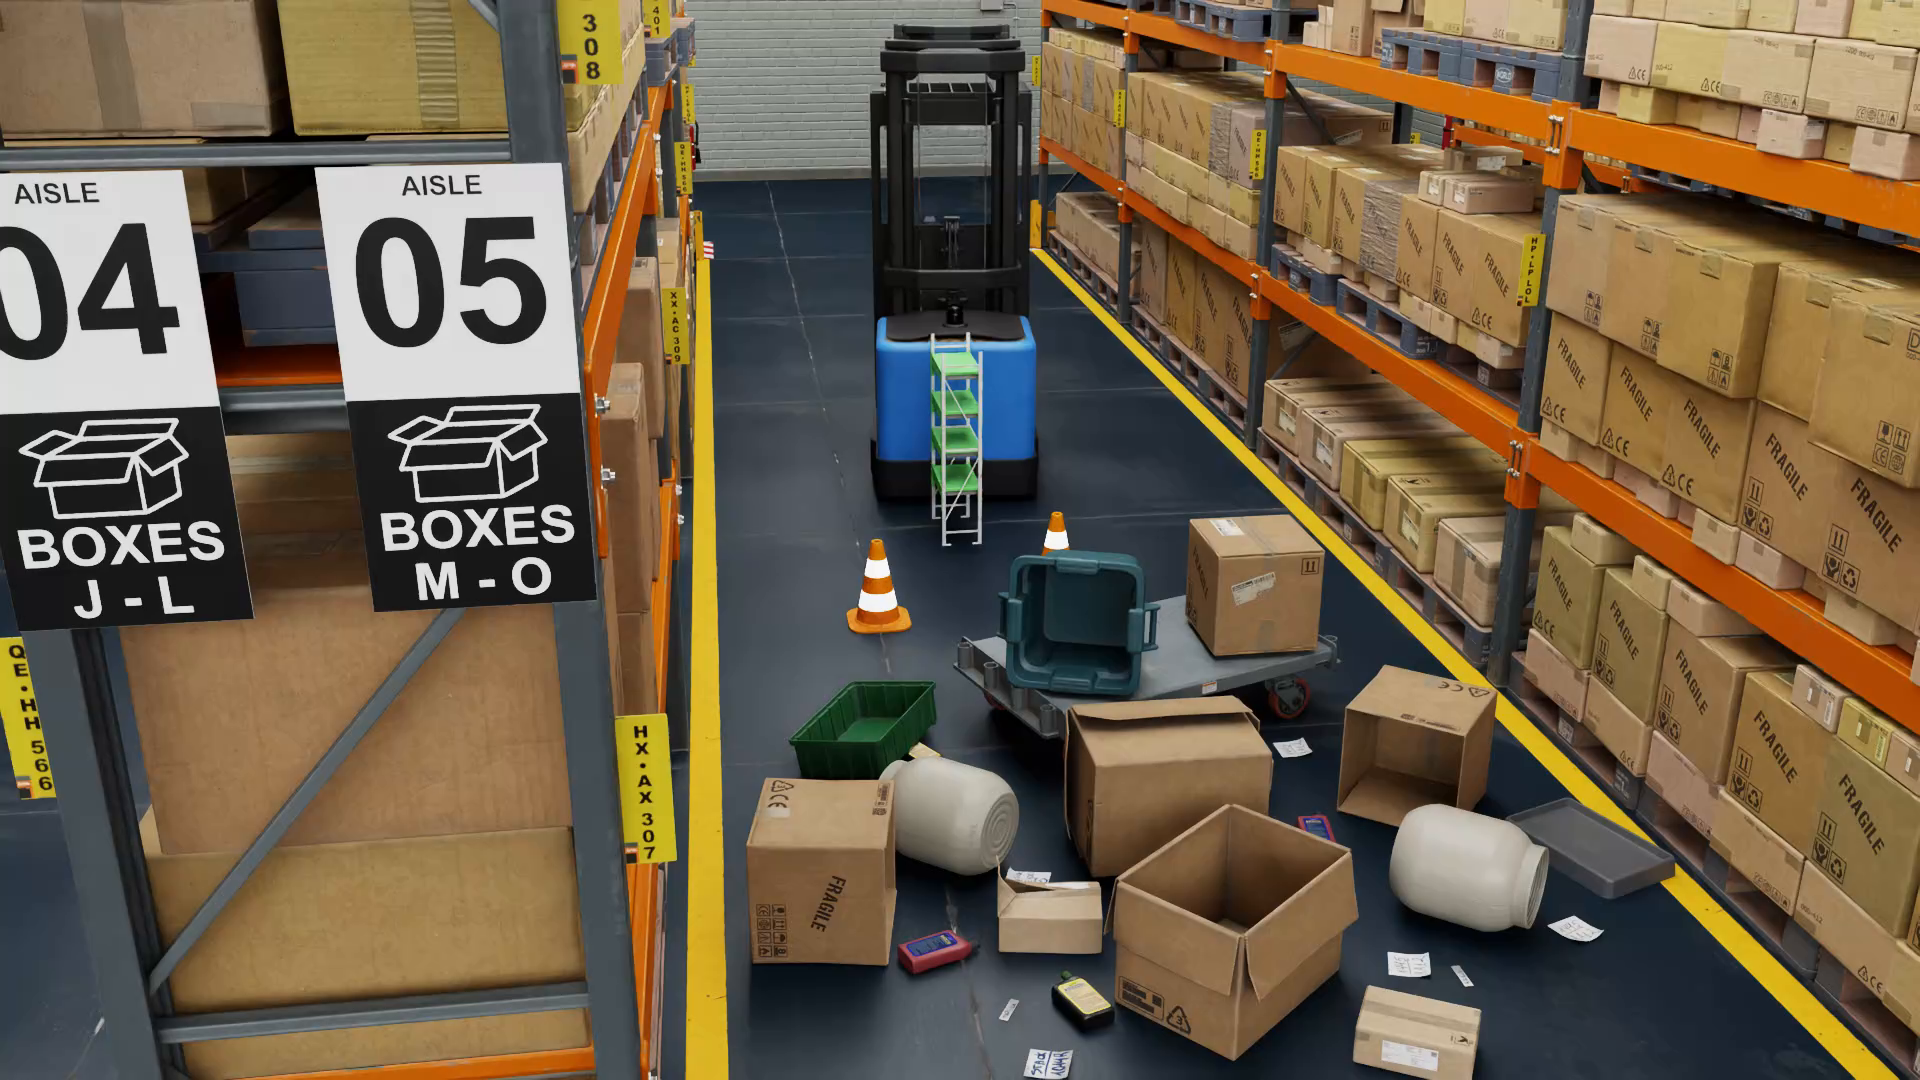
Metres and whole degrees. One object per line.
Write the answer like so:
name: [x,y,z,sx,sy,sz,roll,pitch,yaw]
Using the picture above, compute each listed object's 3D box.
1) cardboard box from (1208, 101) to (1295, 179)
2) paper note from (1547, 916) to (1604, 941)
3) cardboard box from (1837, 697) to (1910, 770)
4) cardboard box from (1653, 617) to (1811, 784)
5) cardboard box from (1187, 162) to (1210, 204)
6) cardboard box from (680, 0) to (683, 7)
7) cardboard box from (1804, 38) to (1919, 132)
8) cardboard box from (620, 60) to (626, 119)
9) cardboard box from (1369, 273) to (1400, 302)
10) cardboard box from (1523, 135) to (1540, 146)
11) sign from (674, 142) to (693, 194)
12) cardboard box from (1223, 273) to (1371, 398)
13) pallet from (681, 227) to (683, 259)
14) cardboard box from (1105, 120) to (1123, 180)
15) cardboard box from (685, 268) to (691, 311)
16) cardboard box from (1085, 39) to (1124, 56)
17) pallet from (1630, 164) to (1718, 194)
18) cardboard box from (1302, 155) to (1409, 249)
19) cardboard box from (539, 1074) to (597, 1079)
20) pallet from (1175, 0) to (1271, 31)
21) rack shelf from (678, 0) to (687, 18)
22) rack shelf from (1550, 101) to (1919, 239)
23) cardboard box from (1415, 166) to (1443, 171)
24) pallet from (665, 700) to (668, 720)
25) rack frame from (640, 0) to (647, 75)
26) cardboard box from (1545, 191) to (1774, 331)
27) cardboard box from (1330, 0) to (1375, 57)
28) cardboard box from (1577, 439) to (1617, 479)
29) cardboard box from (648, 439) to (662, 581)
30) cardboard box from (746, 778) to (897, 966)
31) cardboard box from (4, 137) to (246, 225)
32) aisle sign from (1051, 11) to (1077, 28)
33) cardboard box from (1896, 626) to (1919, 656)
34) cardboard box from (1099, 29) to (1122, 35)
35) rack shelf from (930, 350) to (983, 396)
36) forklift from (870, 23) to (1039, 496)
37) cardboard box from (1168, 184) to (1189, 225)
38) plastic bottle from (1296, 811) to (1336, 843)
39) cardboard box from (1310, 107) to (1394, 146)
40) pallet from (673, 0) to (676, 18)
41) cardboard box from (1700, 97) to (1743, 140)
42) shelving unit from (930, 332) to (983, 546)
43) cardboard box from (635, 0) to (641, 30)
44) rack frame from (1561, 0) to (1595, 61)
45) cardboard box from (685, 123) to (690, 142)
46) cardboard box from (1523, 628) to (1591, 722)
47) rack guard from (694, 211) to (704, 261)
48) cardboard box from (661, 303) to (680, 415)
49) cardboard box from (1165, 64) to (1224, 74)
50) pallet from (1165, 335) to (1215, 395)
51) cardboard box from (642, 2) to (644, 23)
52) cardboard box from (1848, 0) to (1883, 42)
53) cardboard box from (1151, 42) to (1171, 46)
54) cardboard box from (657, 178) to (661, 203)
cardboard box: [2.149,-2.953,12.264,0.500,0.500,0.500,-3,21,-7]
paper note: [2.320,1.461,6.260,0.142,0.019,0.148,-11,23,-26]
cardboard box: [3.192,0.636,5.557,0.380,0.149,0.250,-3,21,-7]
cardboard box: [3.121,0.612,6.548,0.500,0.500,0.500,-2,21,-5]
cardboard box: [2.072,-2.767,12.838,0.500,0.250,0.500,-3,21,-9]
cardboard box: [-2.838,-5.058,15.399,0.500,0.250,0.500,-2,21,-5]
cardboard box: [3.152,-1.491,5.424,0.500,0.250,0.500,-3,21,-7]
cardboard box: [-1.117,-1.232,4.555,0.380,0.149,0.250,-3,21,-7]
cardboard box: [2.613,-1.490,9.678,0.380,0.149,0.250,-2,21,-6]
cardboard box: [6.293,-4.333,17.888,0.380,0.149,0.250,-2,21,-7]
sign: [-1.770,-2.382,10.652,0.100,0.325,0.005,-3,21,-8]
cardboard box: [2.547,-1.540,12.488,0.875,0.875,0.875,-3,21,-8]
pallet: [-2.527,-1.962,11.456,1.213,0.211,1.003,-3,21,-8]
cardboard box: [1.668,-3.675,15.624,0.500,0.500,0.500,-3,21,-7]
cardboard box: [-2.387,-1.966,13.094,0.500,0.250,0.500,-4,21,-10]
cardboard box: [1.457,-4.920,16.602,0.380,0.149,0.250,-3,21,-8]
pallet: [6.907,-3.360,15.198,1.003,0.211,1.213,-3,21,-8]
cardboard box: [2.483,-2.130,10.465,0.500,0.500,0.500,-2,21,-5]
cardboard box: [-1.329,1.527,4.278,0.875,0.875,0.875,-3,21,-7]
pallet: [2.255,-4.019,12.673,1.003,0.211,1.213,-2,21,-5]
rack shelf: [-3.184,-4.956,15.939,1.077,0.370,4.000,-3,21,-8]
rack shelf: [3.430,-1.086,5.577,1.077,0.370,4.000,-3,21,-8]
cardboard box: [3.065,-1.981,10.066,0.500,0.500,0.500,-4,21,-11]
pallet: [-1.928,0.617,8.261,1.003,0.211,1.213,-3,21,-8]
rack frame: [-1.743,-3.236,6.019,1.000,3.000,0.127,-3,21,-8]
cardboard box: [2.990,-1.201,7.149,0.700,0.500,0.500,-3,21,-8]
cardboard box: [2.691,-3.218,10.116,0.700,0.500,0.500,-3,21,-8]
cardboard box: [2.957,-0.382,7.312,0.380,0.149,0.250,-2,21,-6]
cardboard box: [-1.576,-0.179,6.195,0.875,0.550,0.550,-3,21,-8]
cardboard box: [-0.503,1.230,6.205,0.500,0.500,0.500,1,20,2]
cardboard box: [-1.549,-0.670,3.051,0.380,0.149,0.250,-3,21,-8]
aisle sign: [1.114,-6.093,18.527,0.394,0.787,0.004,-3,21,-8]
cardboard box: [3.325,0.318,5.435,0.380,0.149,0.250,-3,21,-7]
cardboard box: [1.722,-5.483,18.111,0.380,0.149,0.250,-3,21,-7]
rack shelf: [-0.024,-1.009,10.014,0.258,0.148,0.480,-3,21,-8]
forklift: [-0.069,-2.122,11.707,1.130,2.935,3.031,-1,20,-2]
cardboard box: [1.987,-2.713,13.408,0.500,0.250,0.500,-3,21,-9]
plastic bottle: [1.471,1.208,6.895,0.133,0.061,0.283,1,20,2]
cardboard box: [2.736,-2.793,11.836,0.500,0.500,0.500,-4,21,-10]
pallet: [-2.912,-4.293,13.406,1.213,0.211,1.003,-3,21,-8]
cardboard box: [3.068,-1.615,6.325,0.380,0.149,0.250,-2,21,-6]
shelving unit: [-0.024,-0.619,10.160,0.258,1.200,0.503,-3,21,-8]
cardboard box: [-1.417,-1.986,6.005,0.500,0.250,0.500,-3,21,-8]
rack frame: [3.141,-3.521,6.781,1.000,3.000,0.127,-3,21,-8]
cardboard box: [-2.833,-3.913,15.837,0.500,0.500,0.500,-3,21,-9]
cardboard box: [2.959,0.599,7.655,0.500,0.250,0.500,-4,21,-10]
rack guard: [-3.461,-3.383,18.559,1.175,0.500,0.348,-3,21,-8]
cardboard box: [-1.626,-0.843,8.043,0.500,0.500,0.500,-3,21,-7]
cardboard box: [2.159,-4.172,15.528,0.500,0.500,0.500,-3,21,-7]
pallet: [2.353,-1.487,13.896,1.003,0.211,1.213,-3,21,-8]
cardboard box: [-1.687,-2.455,7.831,0.380,0.149,0.250,-3,21,-8]
cardboard box: [3.170,-1.712,5.444,0.380,0.149,0.250,-3,21,-7]
cardboard box: [2.083,-4.778,16.224,0.380,0.149,0.250,-4,21,-9]
cardboard box: [-2.195,-2.339,11.101,0.380,0.149,0.250,-3,21,-8]
